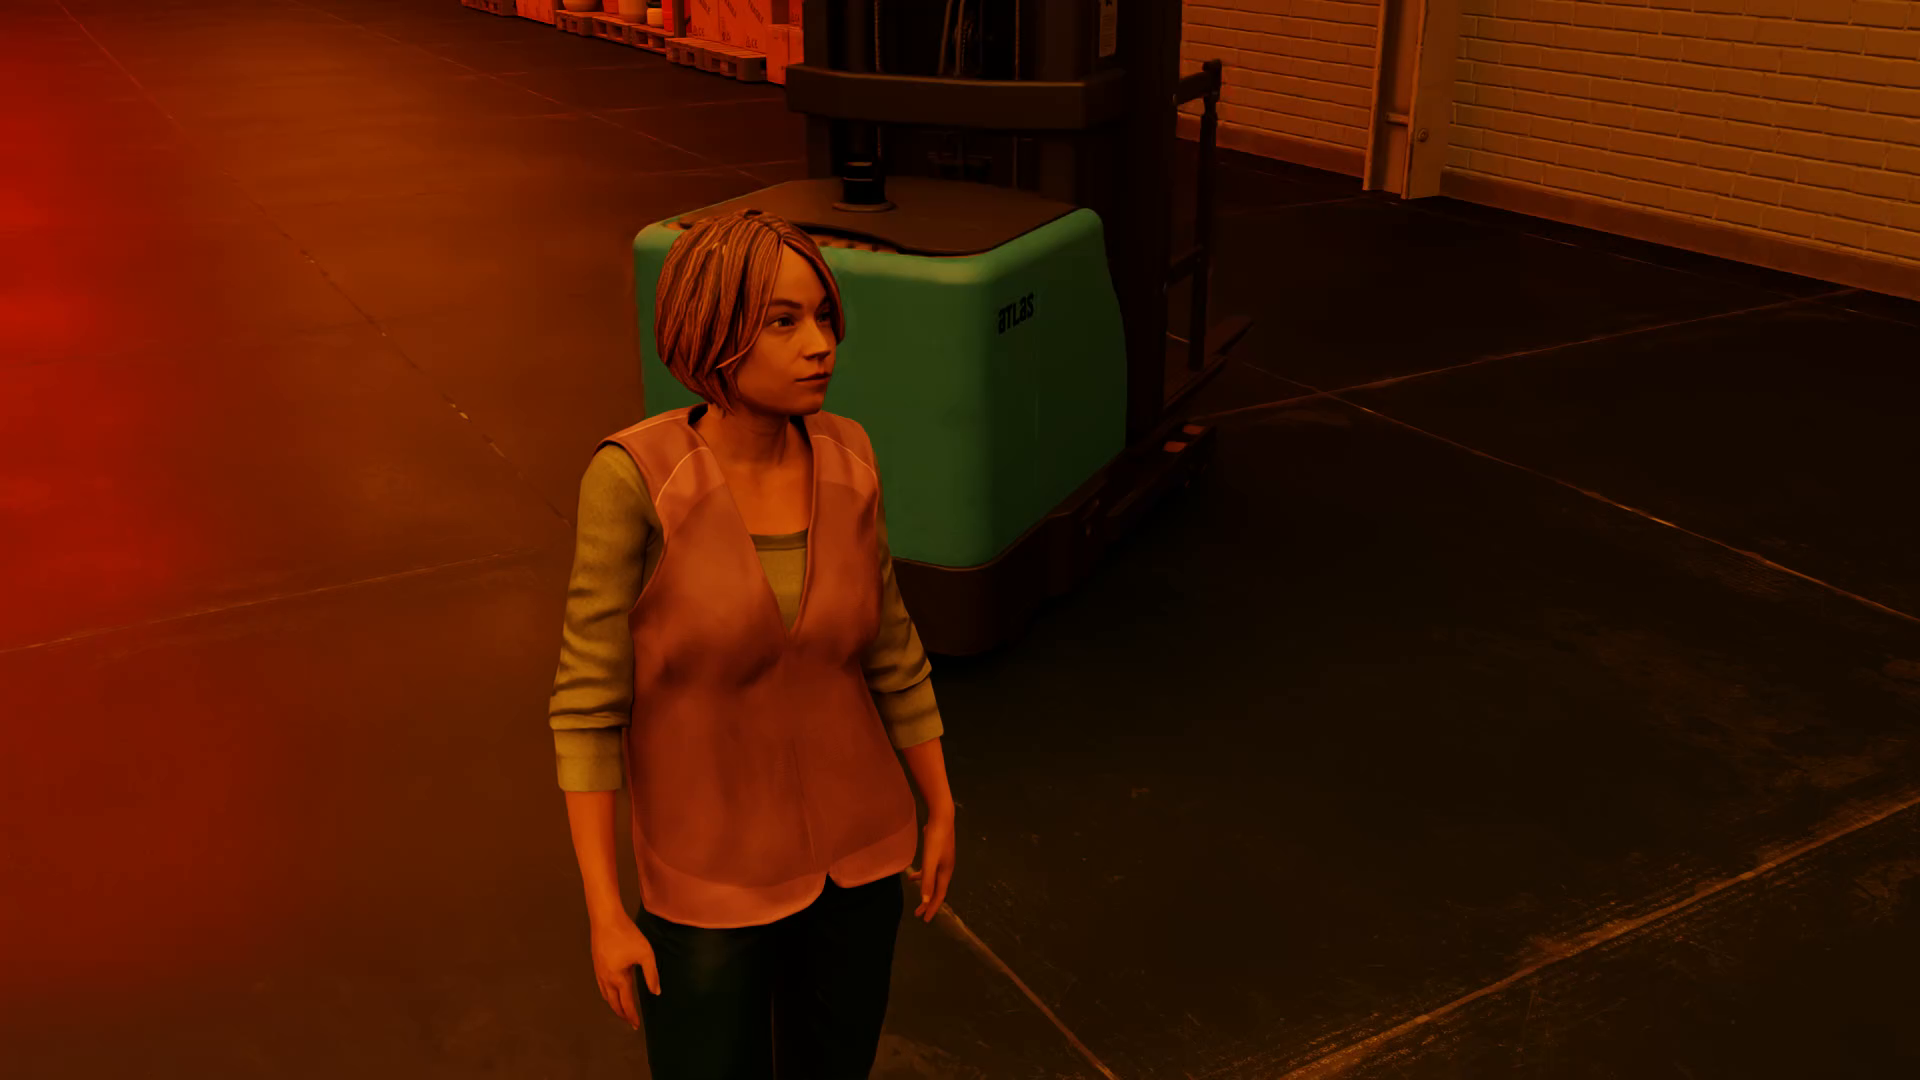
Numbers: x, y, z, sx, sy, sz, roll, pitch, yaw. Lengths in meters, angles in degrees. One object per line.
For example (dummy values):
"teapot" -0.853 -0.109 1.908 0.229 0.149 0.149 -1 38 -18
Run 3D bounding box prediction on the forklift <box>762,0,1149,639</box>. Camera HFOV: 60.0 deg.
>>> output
"forklift" -0.036 -1.608 5.191 1.130 2.935 3.031 0 22 0

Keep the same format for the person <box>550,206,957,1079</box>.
"person" -0.193 0.432 1.959 0.523 1.597 0.474 -15 27 -33
